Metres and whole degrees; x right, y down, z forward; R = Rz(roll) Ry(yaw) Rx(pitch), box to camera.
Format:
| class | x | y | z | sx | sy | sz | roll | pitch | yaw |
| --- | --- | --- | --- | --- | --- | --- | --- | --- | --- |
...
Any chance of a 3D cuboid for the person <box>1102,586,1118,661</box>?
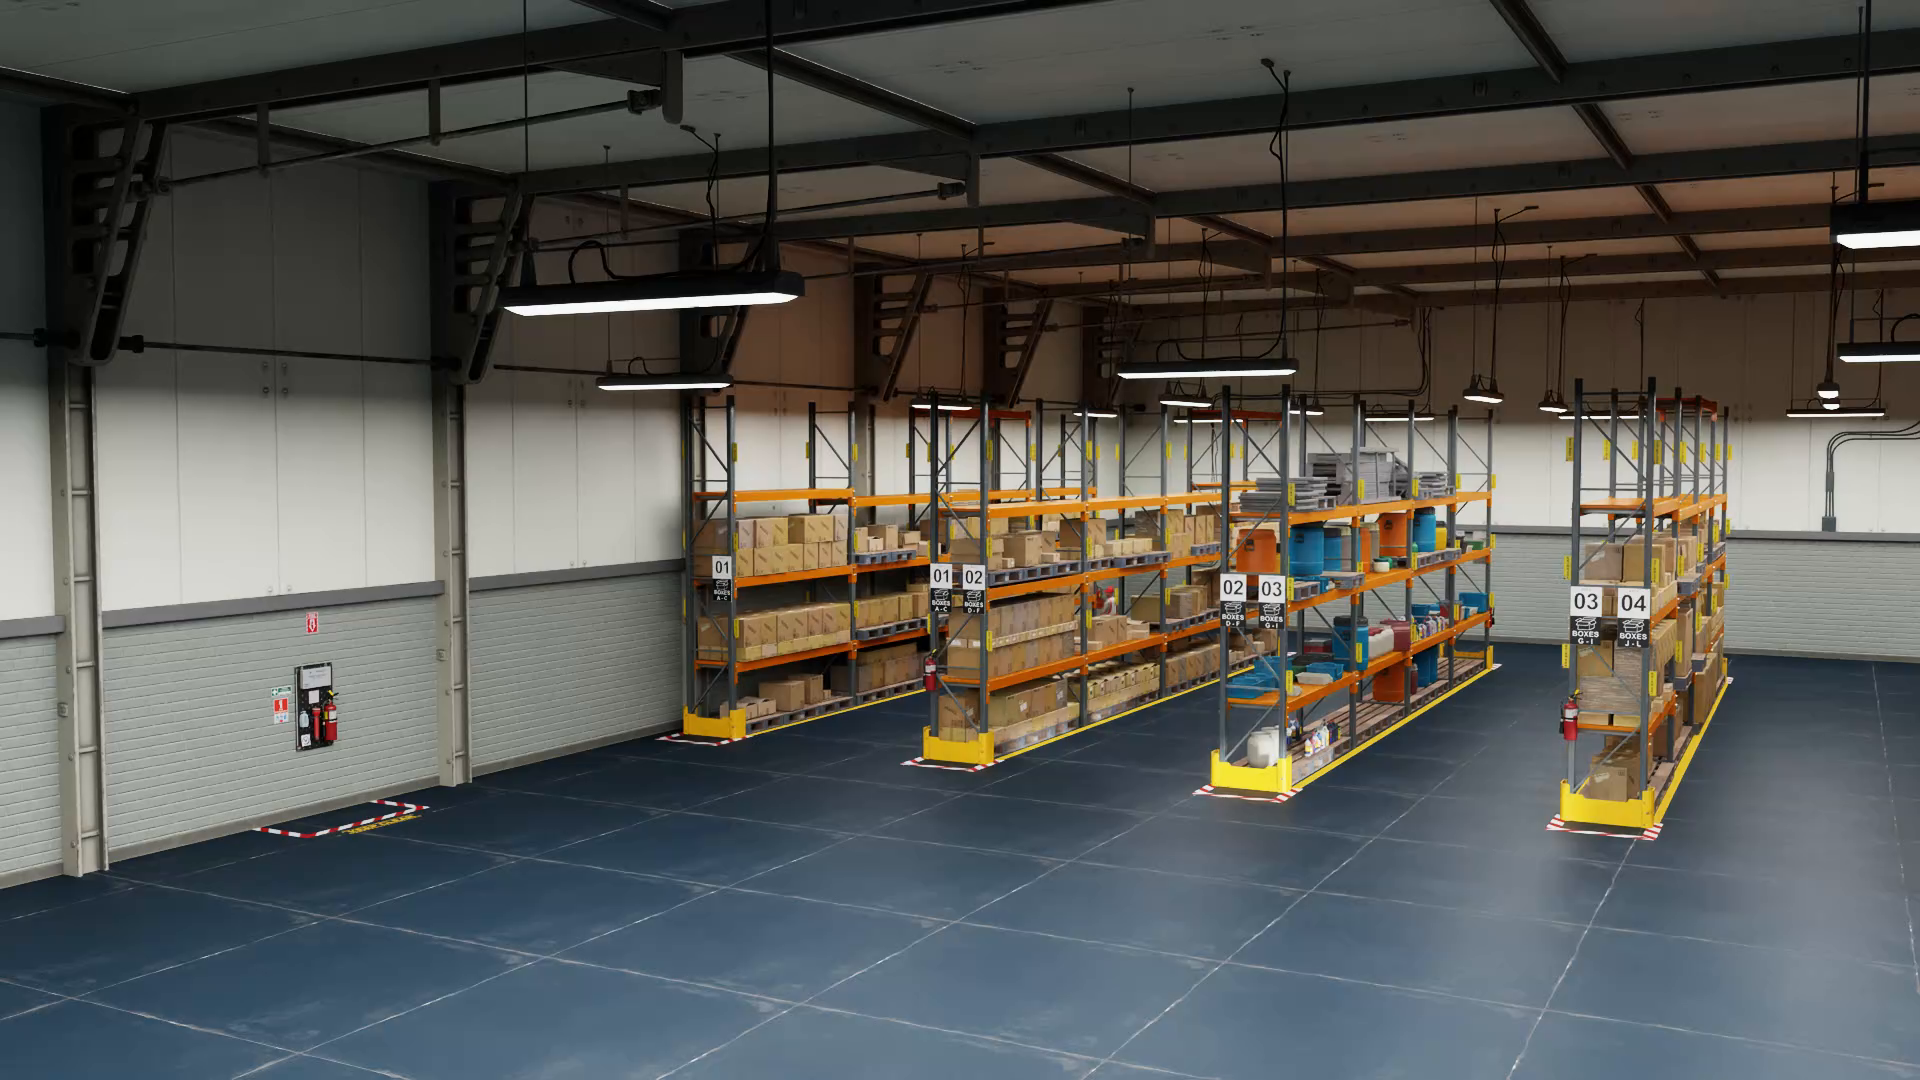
| class | x | y | z | sx | sy | sz | roll | pitch | yaw |
| --- | --- | --- | --- | --- | --- | --- | --- | --- | --- |
| person | 3.560 | 2.003 | 39.854 | 0.583 | 1.802 | 0.428 | -3 | 4 | -44 |
